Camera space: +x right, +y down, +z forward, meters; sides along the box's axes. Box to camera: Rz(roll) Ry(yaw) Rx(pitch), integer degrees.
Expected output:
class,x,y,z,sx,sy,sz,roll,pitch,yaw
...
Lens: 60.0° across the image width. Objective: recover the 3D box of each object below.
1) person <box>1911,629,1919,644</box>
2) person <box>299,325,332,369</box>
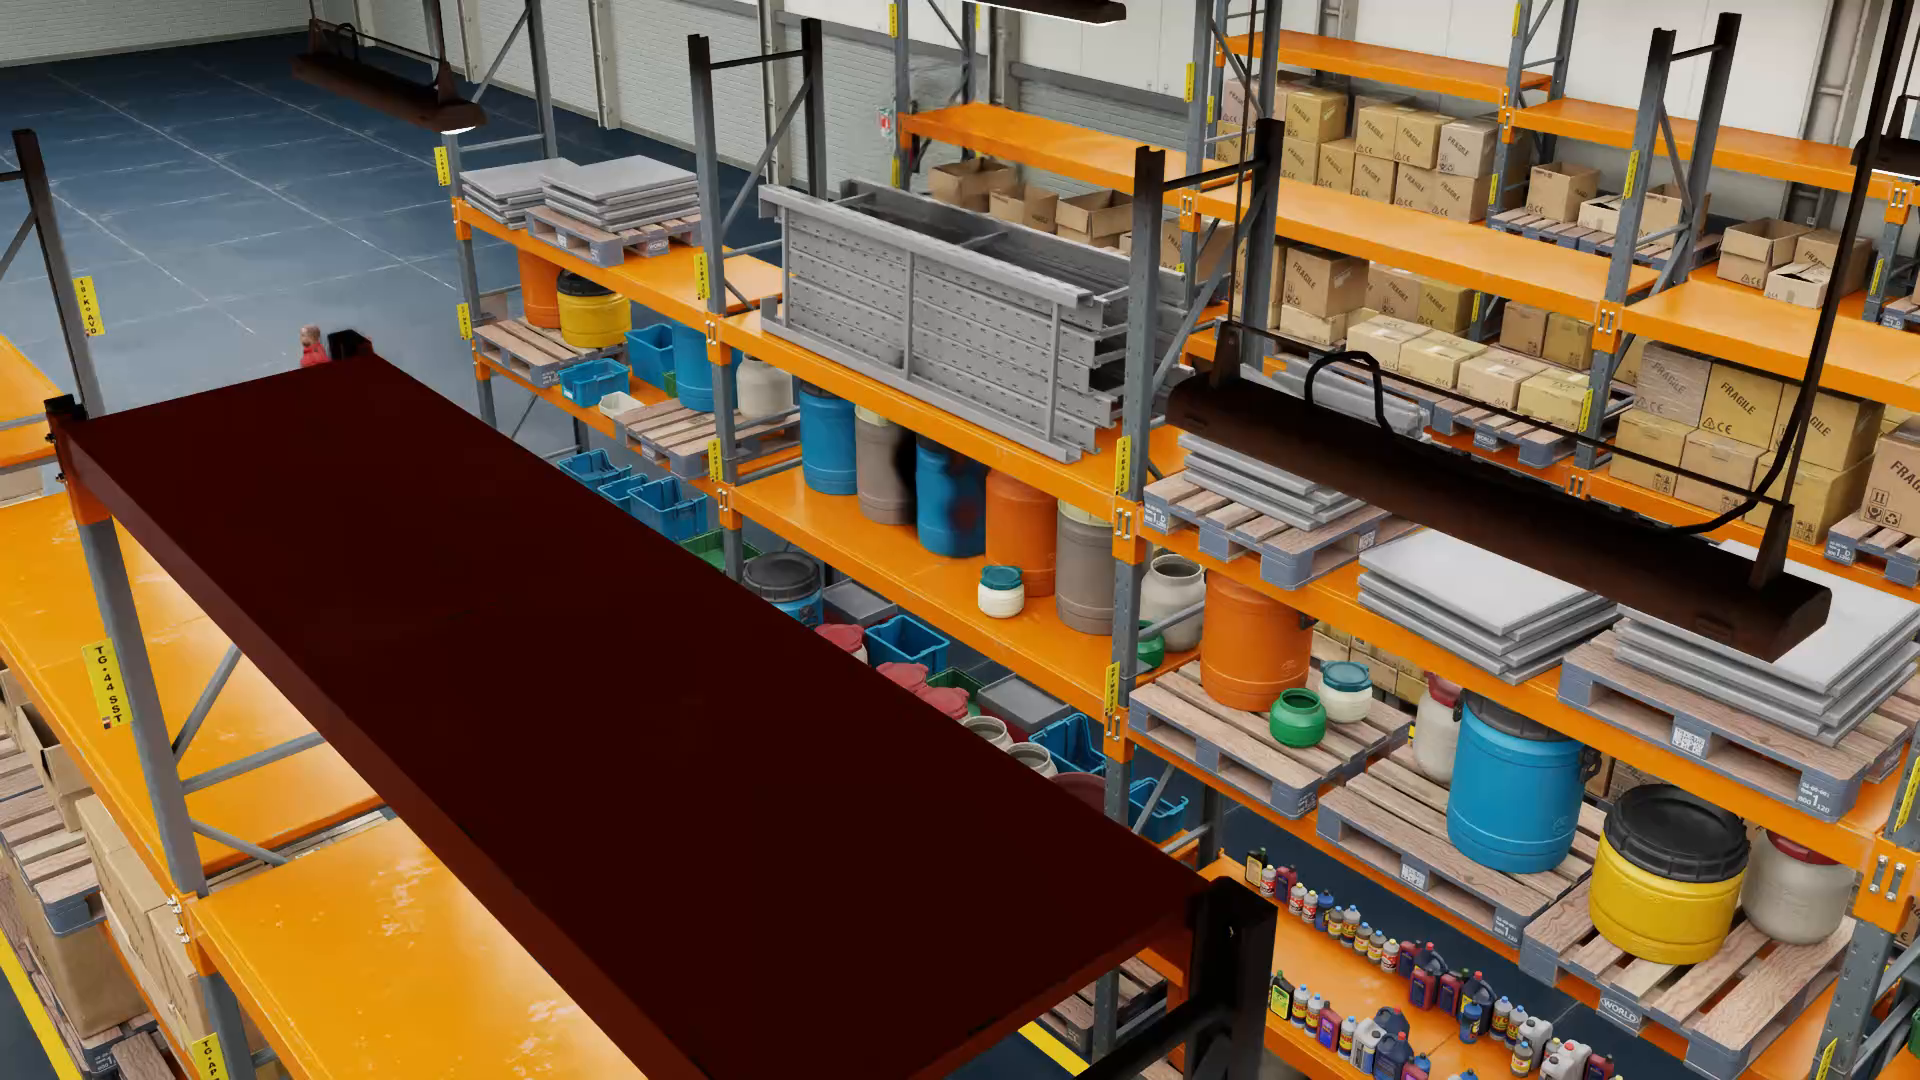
class,x,y,z,sx,sy,sz,roll,pitch,yaw
person,7.810,1.176,13.423,0.684,1.706,0.809,-22,34,-36
person,-7.310,-1.618,18.873,0.655,1.691,0.646,-7,28,-14
